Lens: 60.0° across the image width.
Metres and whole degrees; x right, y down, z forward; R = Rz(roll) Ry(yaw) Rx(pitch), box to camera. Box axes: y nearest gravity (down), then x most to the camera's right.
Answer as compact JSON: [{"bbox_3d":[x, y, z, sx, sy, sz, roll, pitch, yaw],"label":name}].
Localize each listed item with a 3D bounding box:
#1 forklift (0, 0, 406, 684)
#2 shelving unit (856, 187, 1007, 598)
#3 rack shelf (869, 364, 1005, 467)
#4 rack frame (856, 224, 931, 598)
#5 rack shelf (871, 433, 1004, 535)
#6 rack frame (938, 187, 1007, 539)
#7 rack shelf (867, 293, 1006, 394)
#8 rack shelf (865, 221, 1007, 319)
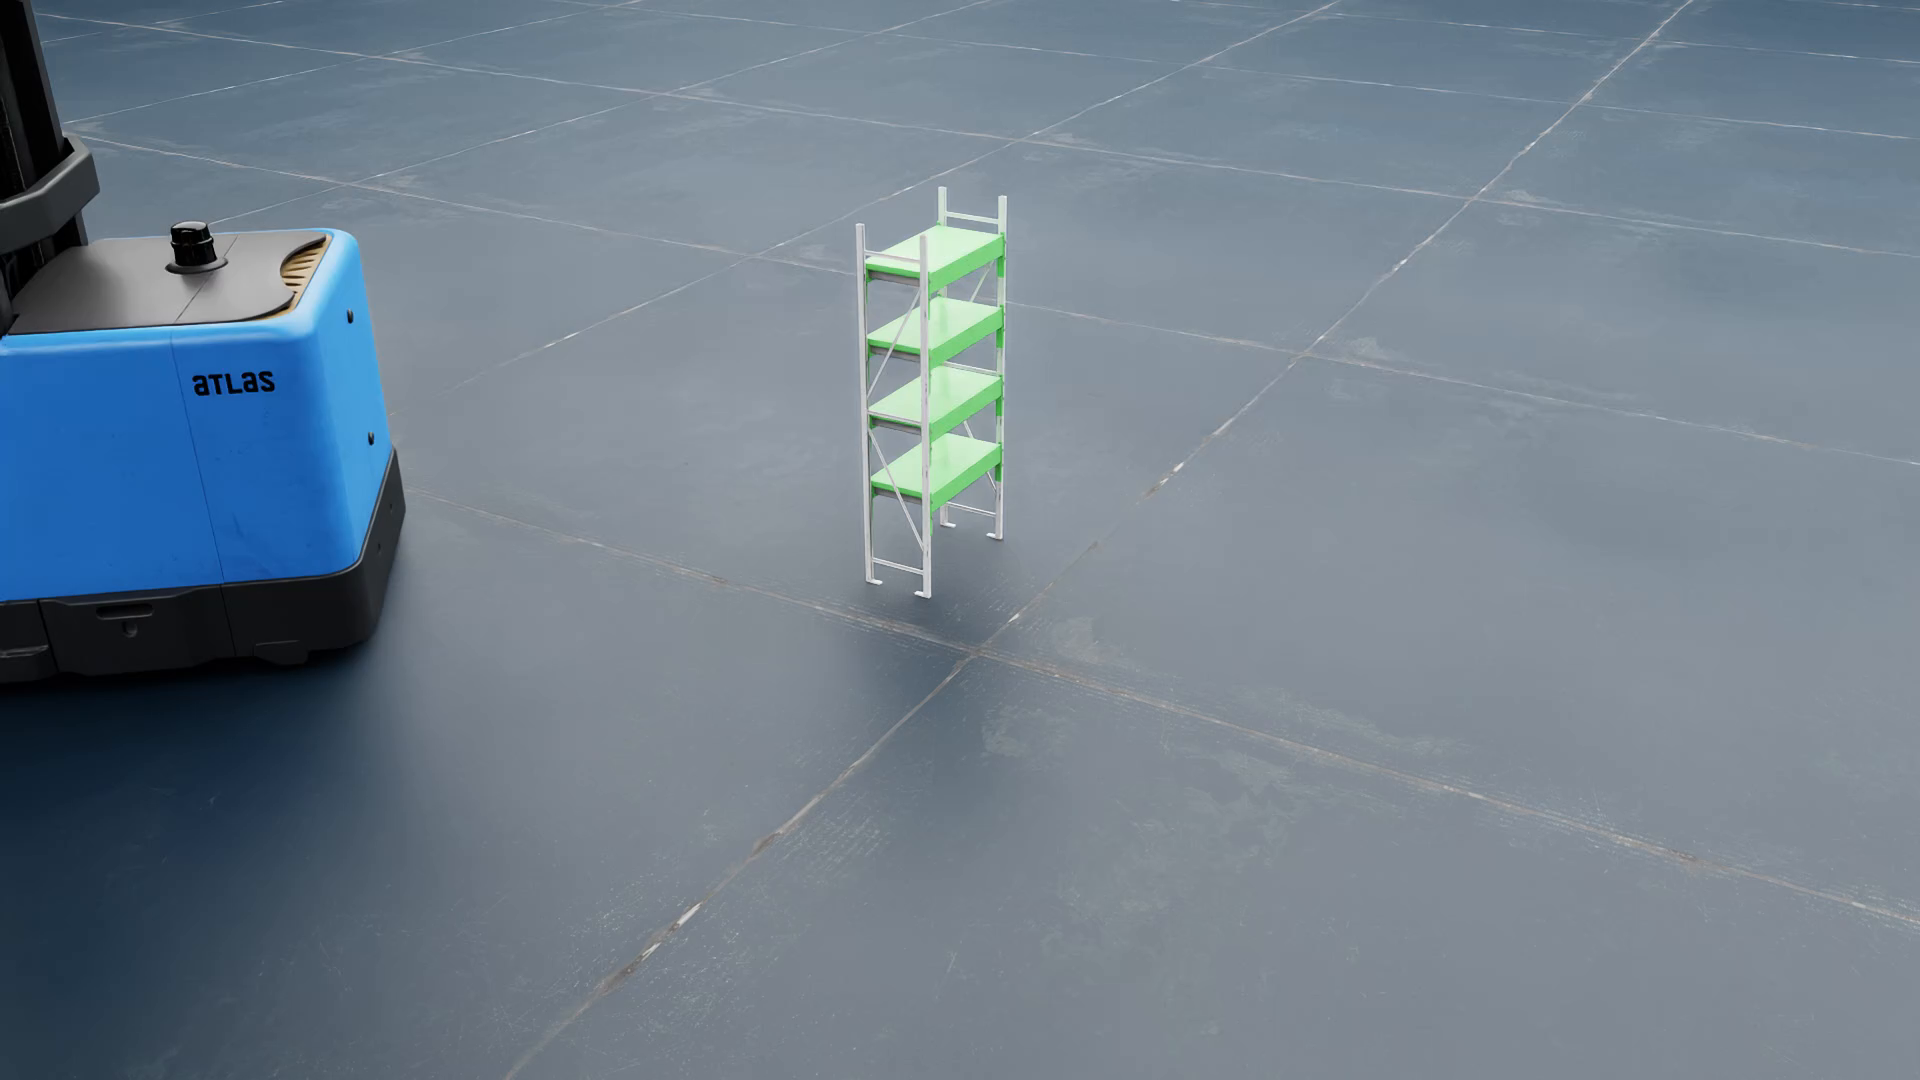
[{"bbox_3d":[-3.342,-1.039,4.551,3.031,2.935,1.130,-5,27,-9],"label":"forklift"},{"bbox_3d":[-0.081,-0.472,5.353,0.258,1.200,0.503,14,30,26],"label":"shelving unit"},{"bbox_3d":[-0.081,-0.415,5.381,0.258,0.148,0.480,14,30,26],"label":"rack shelf"},{"bbox_3d":[-0.201,-0.377,5.163,0.240,1.200,0.015,14,30,26],"label":"rack frame"},{"bbox_3d":[-0.081,-0.200,5.489,0.258,0.148,0.480,14,30,26],"label":"rack shelf"},{"bbox_3d":[0.039,-0.567,5.543,0.240,1.200,0.015,14,30,26],"label":"rack frame"},{"bbox_3d":[-0.081,-0.629,5.274,0.258,0.148,0.480,14,30,26],"label":"rack shelf"},{"bbox_3d":[-0.081,-0.844,5.166,0.258,0.148,0.480,14,30,26],"label":"rack shelf"}]
